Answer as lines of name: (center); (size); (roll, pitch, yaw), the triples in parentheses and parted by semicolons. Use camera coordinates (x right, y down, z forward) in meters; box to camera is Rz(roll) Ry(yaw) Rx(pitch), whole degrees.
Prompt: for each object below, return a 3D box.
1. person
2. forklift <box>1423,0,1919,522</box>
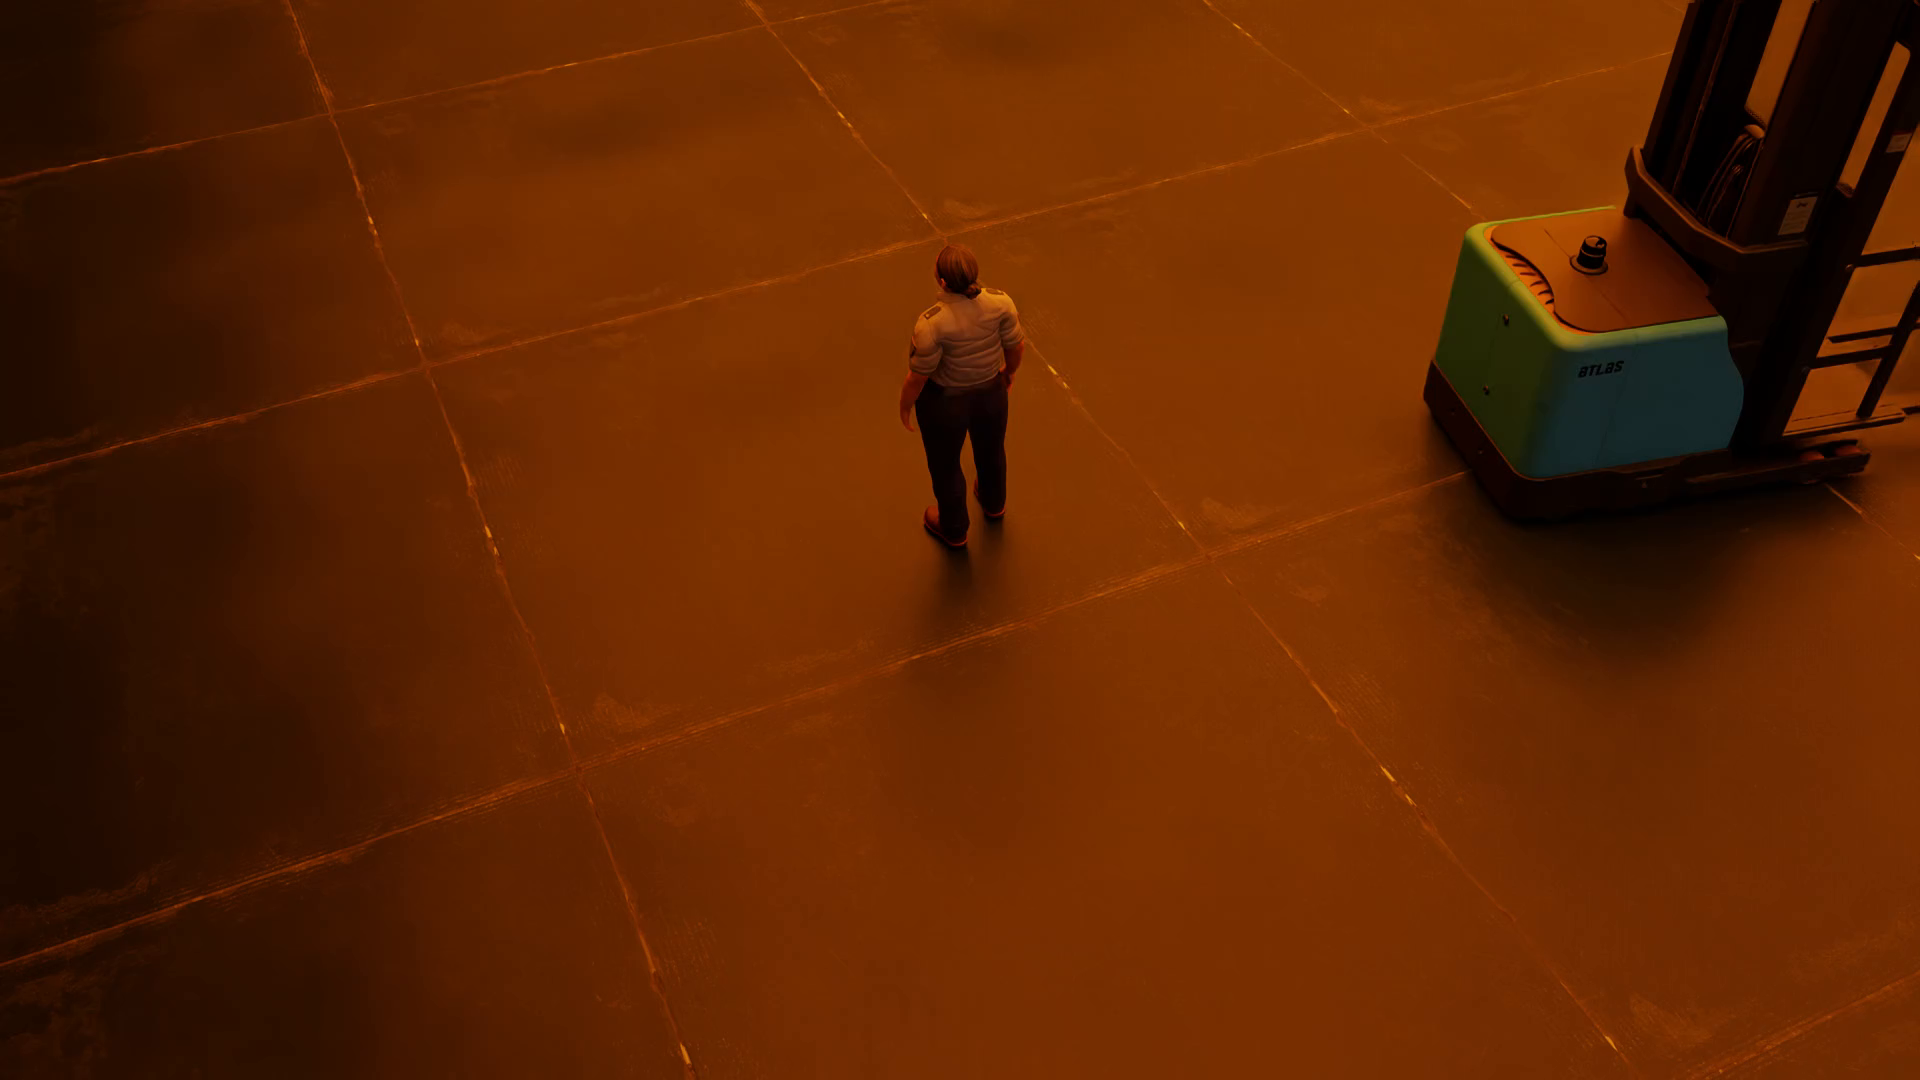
person: (-0.017, -0.670, 7.328); (0.598, 1.651, 0.502); (-18, 46, -18)
forklift: (3.941, -1.689, 7.490); (3.031, 2.935, 1.130); (-9, 44, -10)
